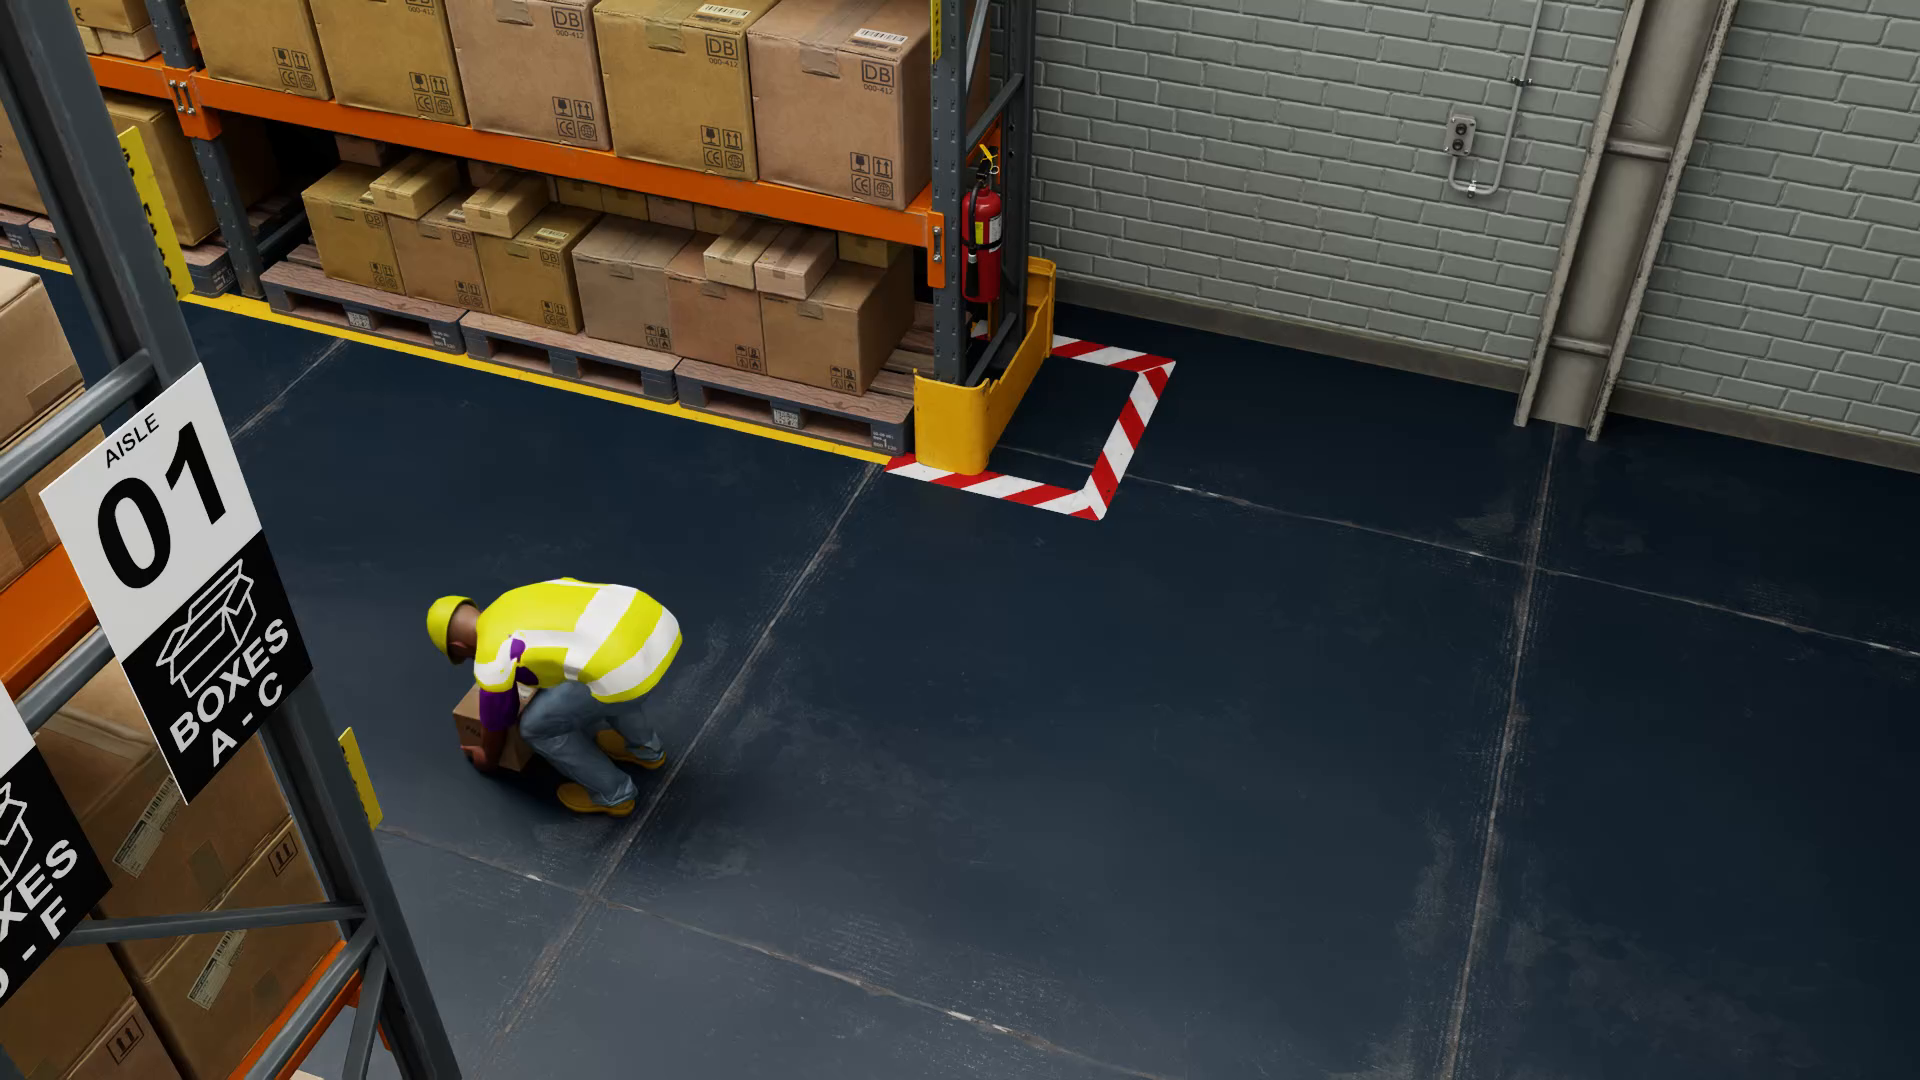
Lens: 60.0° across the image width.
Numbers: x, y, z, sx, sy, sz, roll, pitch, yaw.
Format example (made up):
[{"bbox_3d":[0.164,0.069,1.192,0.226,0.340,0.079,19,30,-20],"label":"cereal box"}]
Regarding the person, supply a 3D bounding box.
[{"bbox_3d":[-1.494,0.539,6.162,0.975,0.925,0.503,12,43,13],"label":"person"}]
